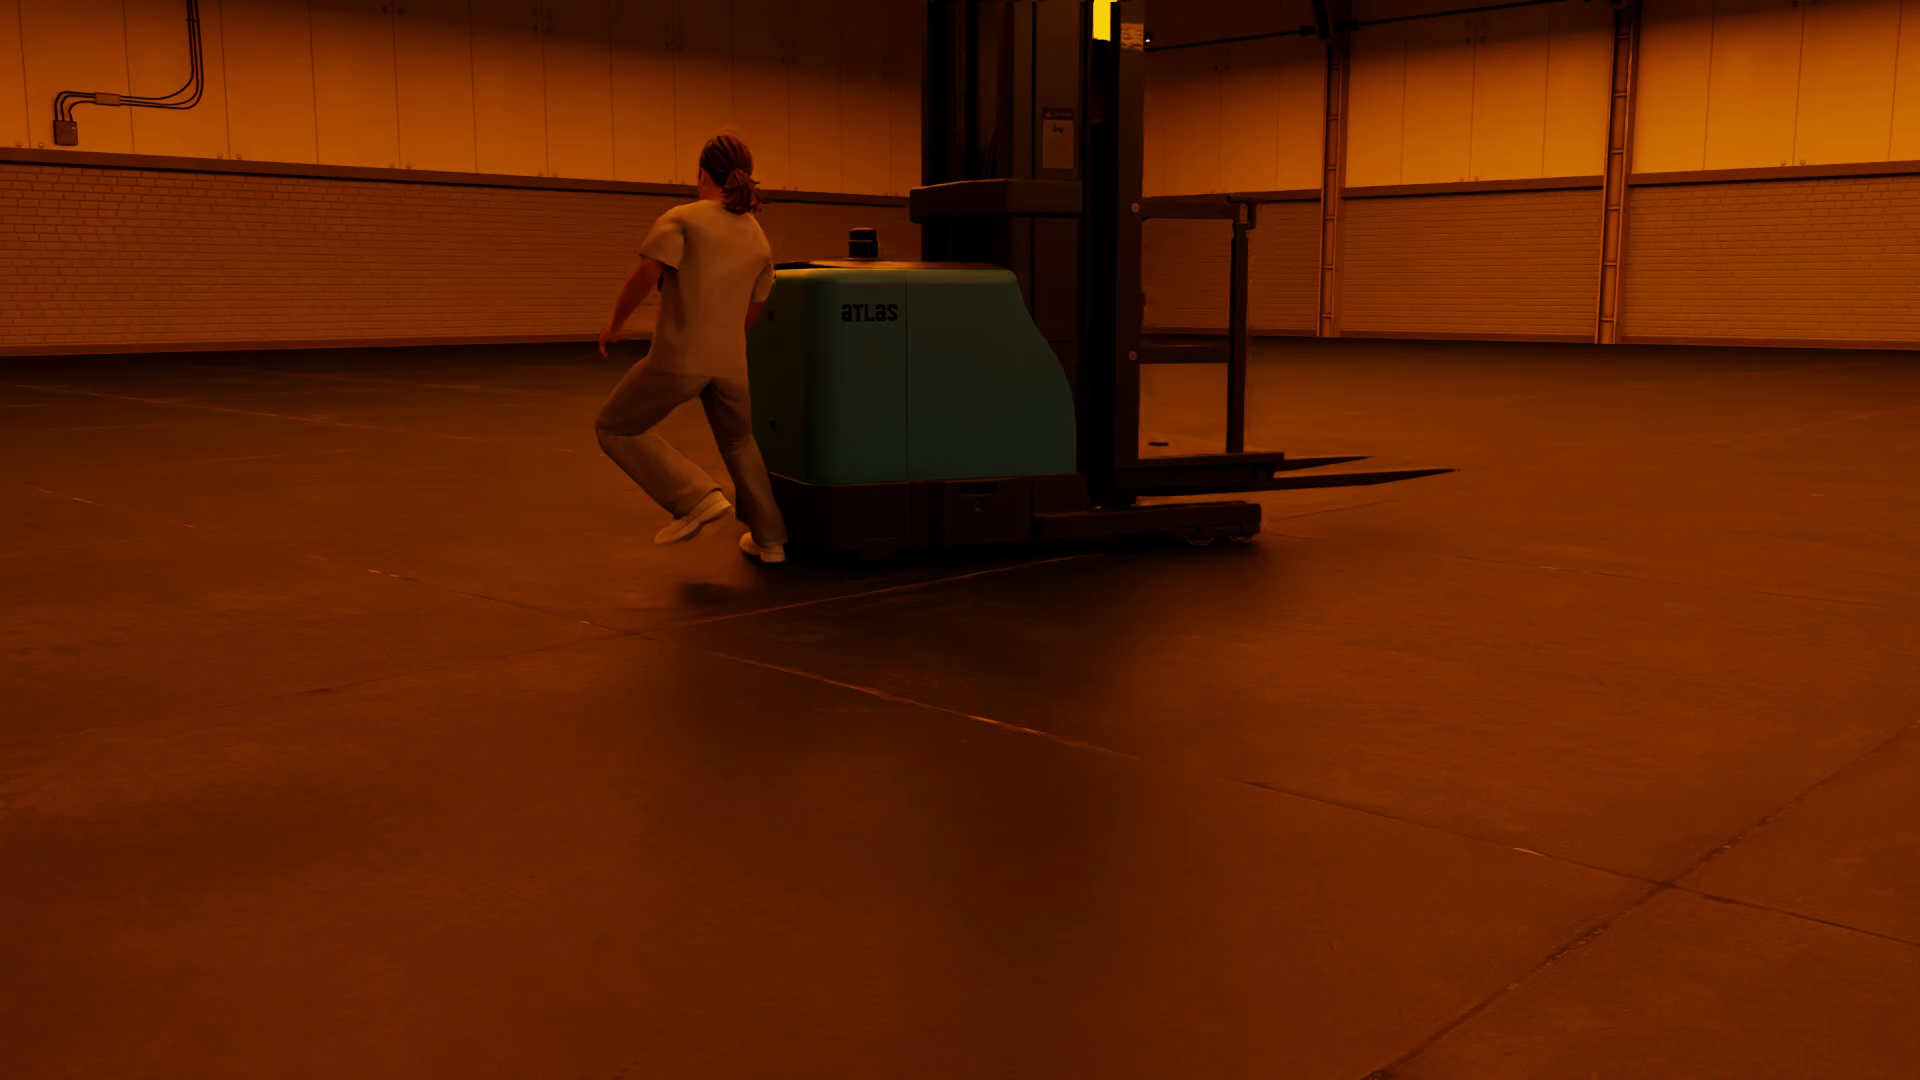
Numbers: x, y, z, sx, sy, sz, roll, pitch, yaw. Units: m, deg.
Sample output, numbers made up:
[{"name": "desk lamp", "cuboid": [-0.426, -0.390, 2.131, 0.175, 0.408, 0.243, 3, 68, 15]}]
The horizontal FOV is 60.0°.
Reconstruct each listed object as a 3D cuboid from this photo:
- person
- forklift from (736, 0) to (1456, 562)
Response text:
[{"name": "person", "cuboid": [-0.917, -0.649, 5.899, 0.706, 1.526, 0.668, -6, 11, -36]}, {"name": "forklift", "cuboid": [0.650, -1.492, 6.782, 3.031, 2.935, 1.130, -4, 9, -23]}]
